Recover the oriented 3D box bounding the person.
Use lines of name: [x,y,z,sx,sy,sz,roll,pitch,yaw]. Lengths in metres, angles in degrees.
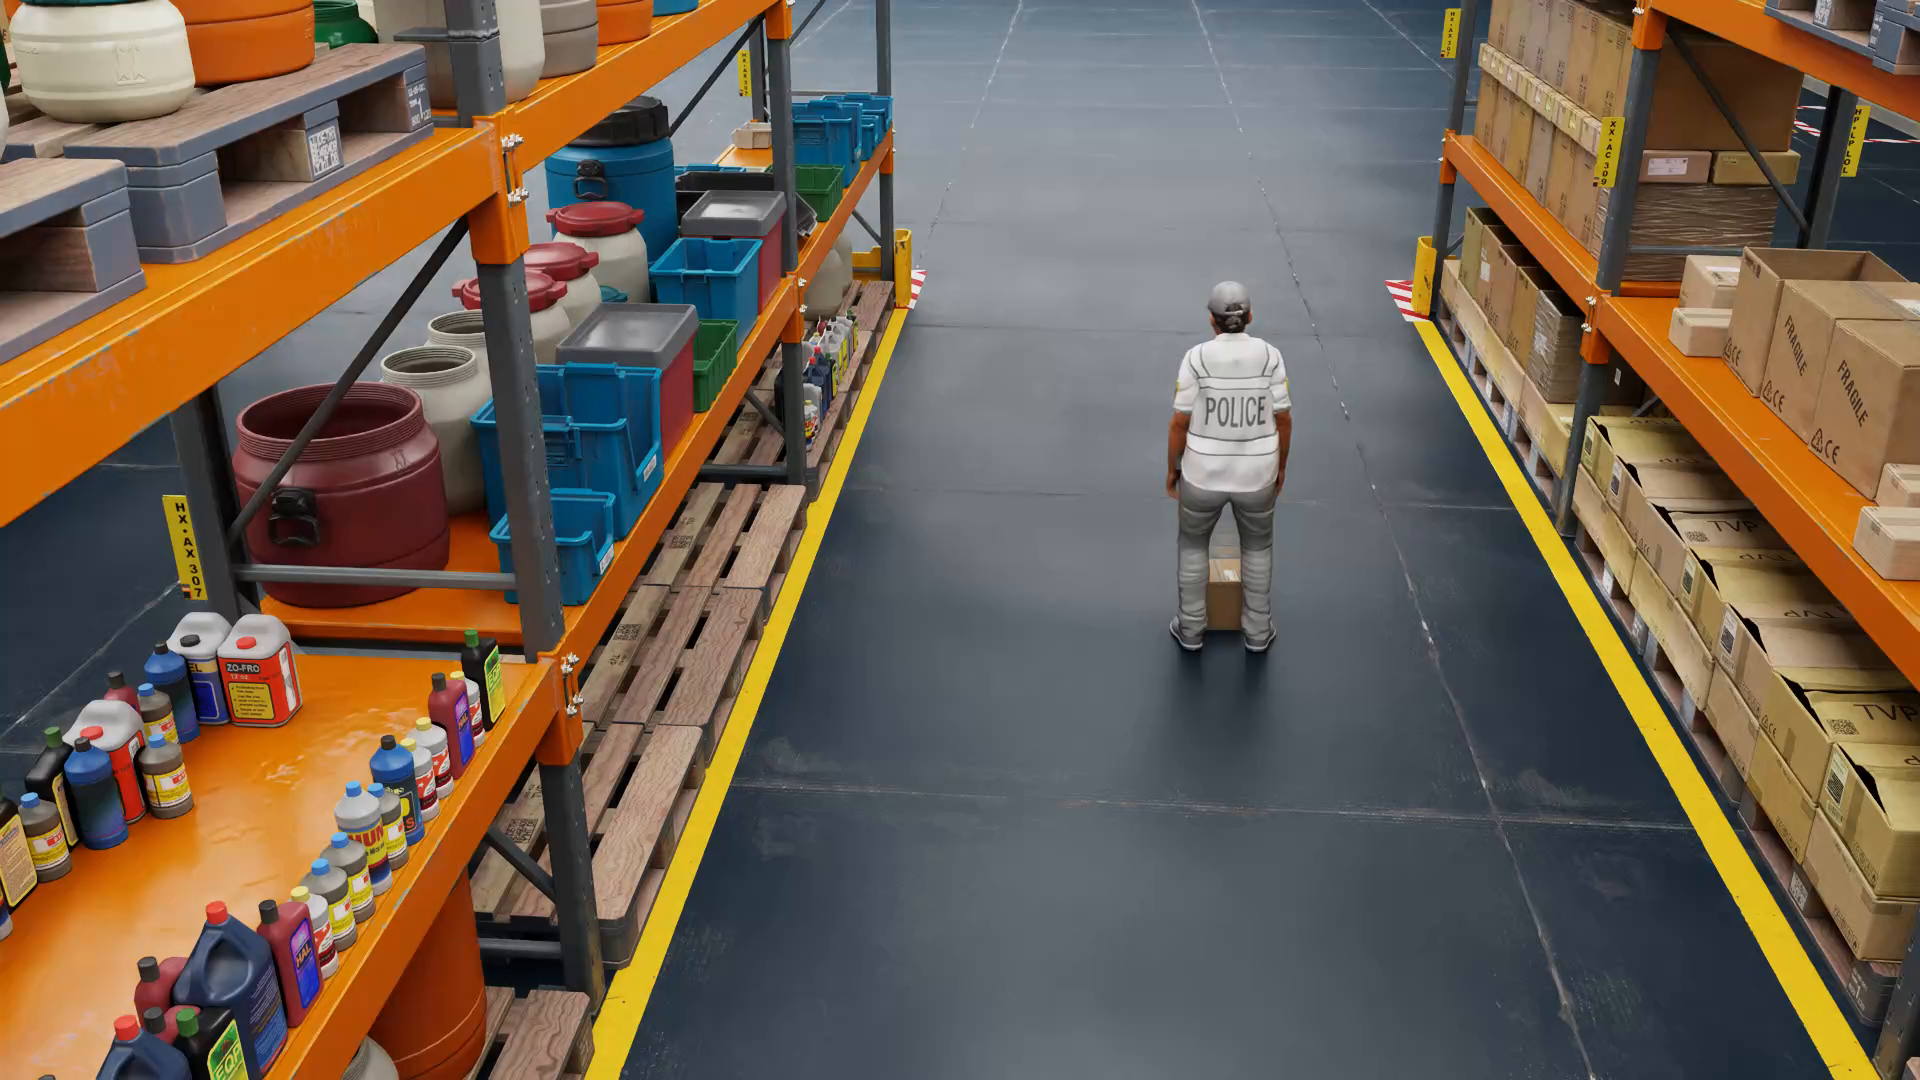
person: [1.173,-0.298,7.248,0.558,1.665,0.468,0,25,1]
